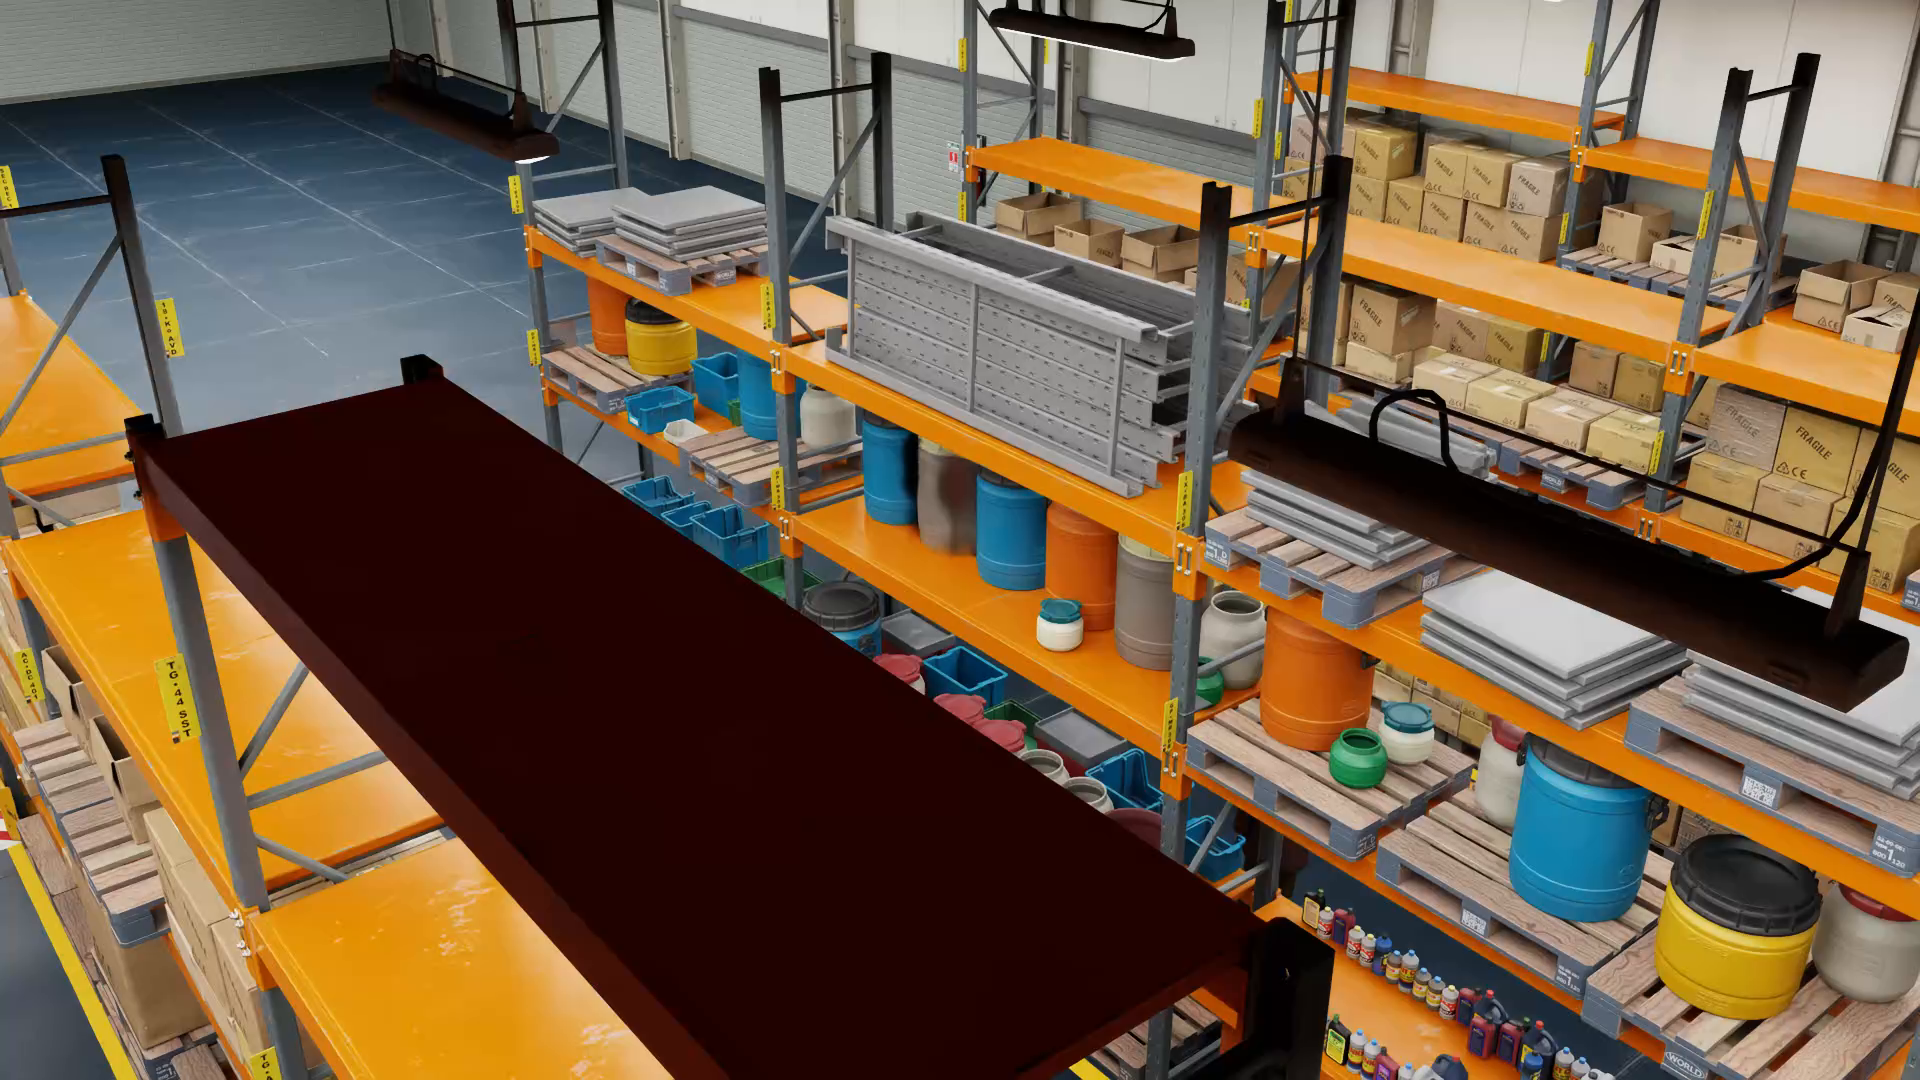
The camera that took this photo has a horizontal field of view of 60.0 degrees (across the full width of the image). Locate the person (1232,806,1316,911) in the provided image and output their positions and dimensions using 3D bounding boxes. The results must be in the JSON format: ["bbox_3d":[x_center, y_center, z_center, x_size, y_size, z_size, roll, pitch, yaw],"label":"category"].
[{"bbox_3d":[2.303,2.056,11.900,0.665,1.796,0.599,8,27,16],"label":"person"}]
